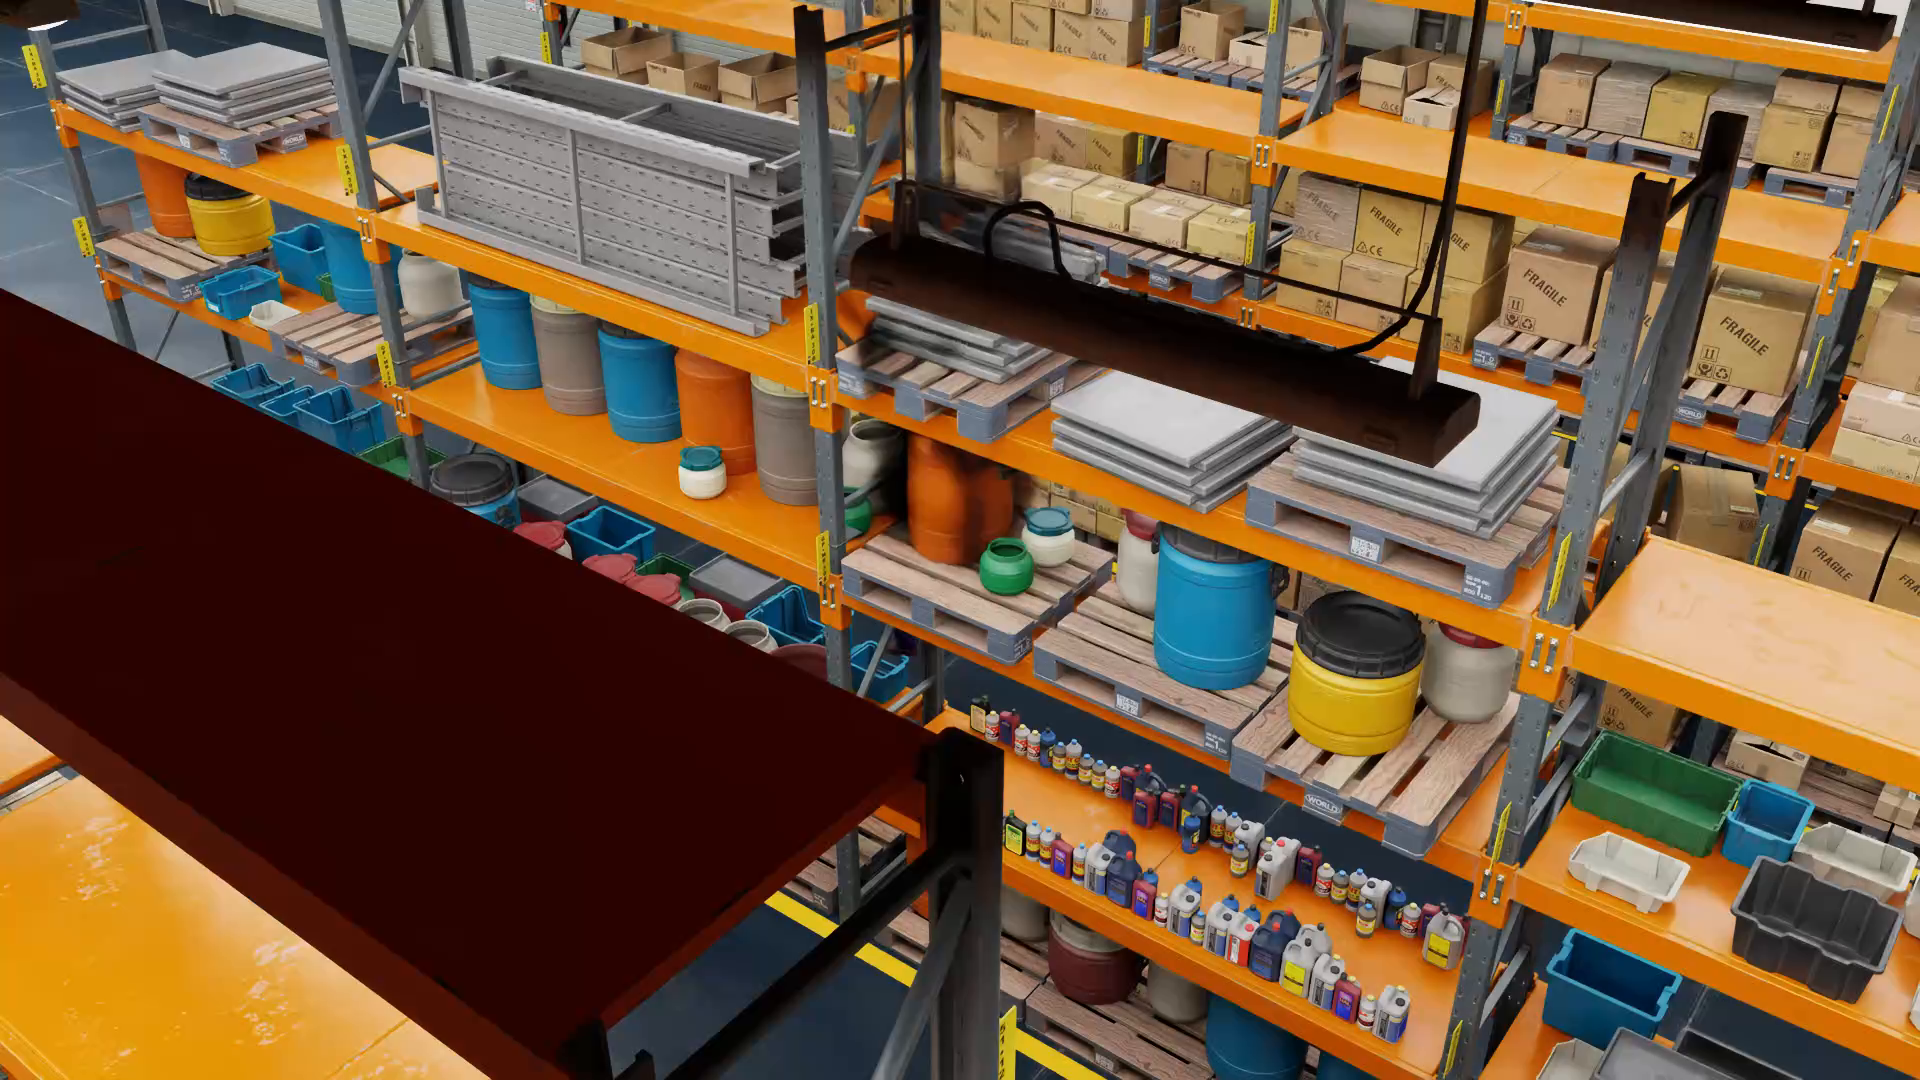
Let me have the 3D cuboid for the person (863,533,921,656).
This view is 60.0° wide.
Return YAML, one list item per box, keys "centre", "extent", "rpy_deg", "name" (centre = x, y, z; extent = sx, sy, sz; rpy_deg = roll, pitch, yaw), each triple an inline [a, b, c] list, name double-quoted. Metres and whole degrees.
- centre: [-0.501, 0.182, 12.901]
  extent: [0.480, 1.619, 0.607]
  rpy_deg: [15, 34, 23]
  name: "person"
